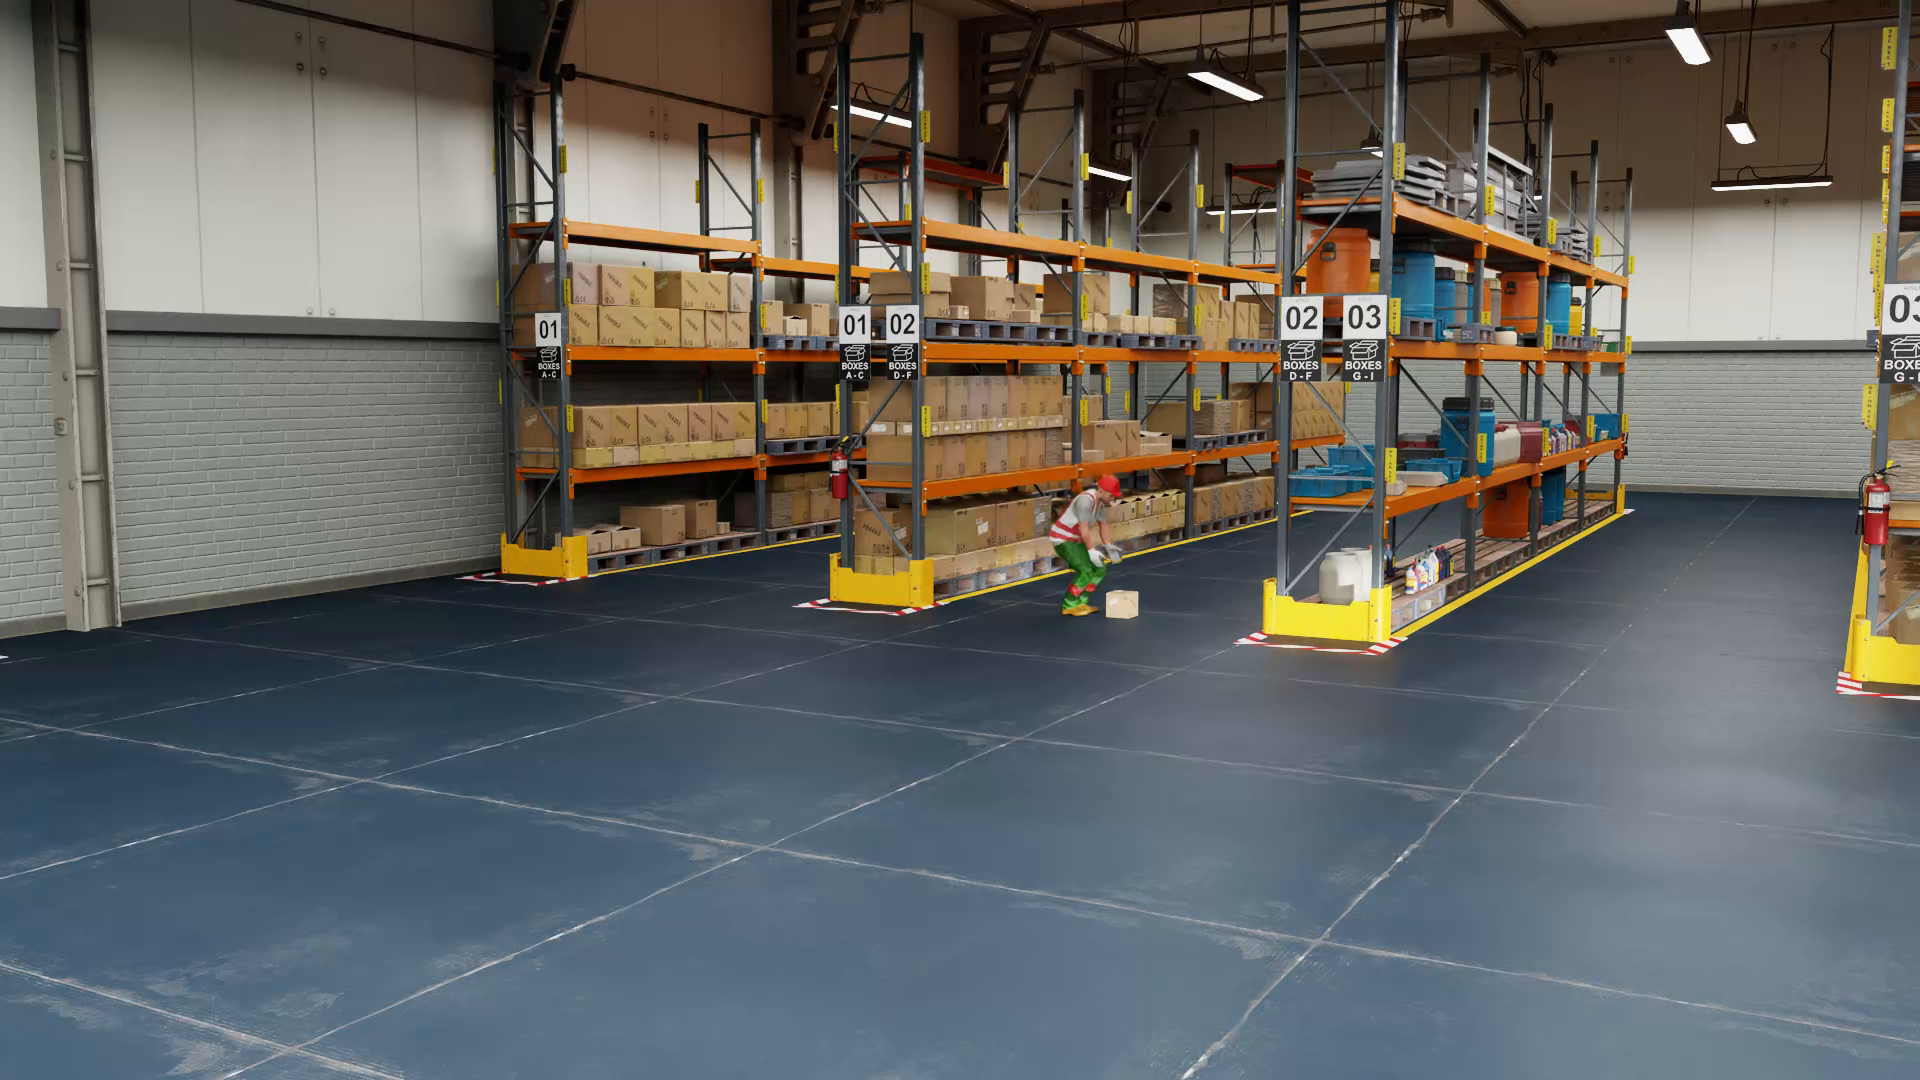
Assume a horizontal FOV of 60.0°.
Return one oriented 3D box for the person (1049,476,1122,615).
[{"bbox_3d":[1.316,0.045,17.221,0.750,1.442,0.583,3,7,29],"label":"person"}]
